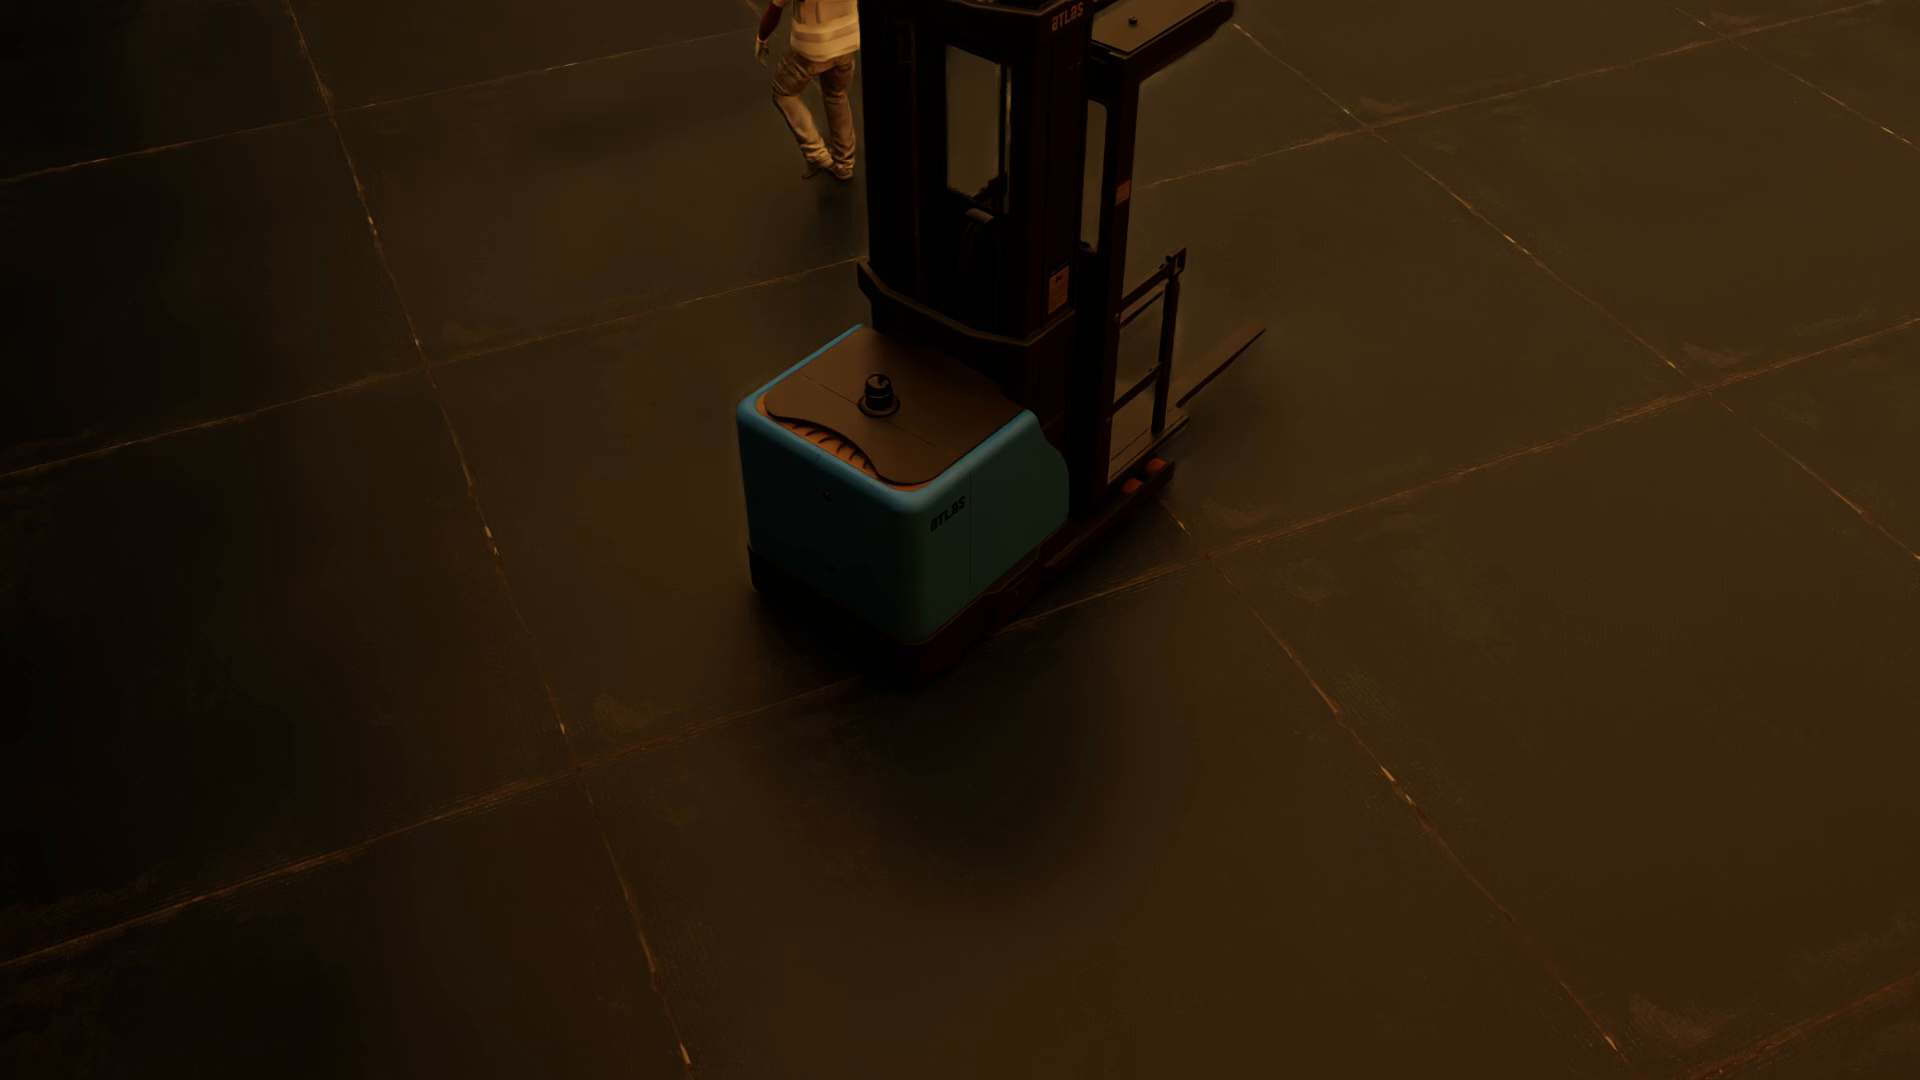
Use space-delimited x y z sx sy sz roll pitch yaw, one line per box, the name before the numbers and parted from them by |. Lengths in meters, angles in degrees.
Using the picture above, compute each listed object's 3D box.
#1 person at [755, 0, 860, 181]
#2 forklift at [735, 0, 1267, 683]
person | -0.807 -2.883 9.625 0.748 1.764 0.483 -25 48 -24
forklift | 0.384 -1.401 7.181 1.130 2.935 3.031 30 51 28
